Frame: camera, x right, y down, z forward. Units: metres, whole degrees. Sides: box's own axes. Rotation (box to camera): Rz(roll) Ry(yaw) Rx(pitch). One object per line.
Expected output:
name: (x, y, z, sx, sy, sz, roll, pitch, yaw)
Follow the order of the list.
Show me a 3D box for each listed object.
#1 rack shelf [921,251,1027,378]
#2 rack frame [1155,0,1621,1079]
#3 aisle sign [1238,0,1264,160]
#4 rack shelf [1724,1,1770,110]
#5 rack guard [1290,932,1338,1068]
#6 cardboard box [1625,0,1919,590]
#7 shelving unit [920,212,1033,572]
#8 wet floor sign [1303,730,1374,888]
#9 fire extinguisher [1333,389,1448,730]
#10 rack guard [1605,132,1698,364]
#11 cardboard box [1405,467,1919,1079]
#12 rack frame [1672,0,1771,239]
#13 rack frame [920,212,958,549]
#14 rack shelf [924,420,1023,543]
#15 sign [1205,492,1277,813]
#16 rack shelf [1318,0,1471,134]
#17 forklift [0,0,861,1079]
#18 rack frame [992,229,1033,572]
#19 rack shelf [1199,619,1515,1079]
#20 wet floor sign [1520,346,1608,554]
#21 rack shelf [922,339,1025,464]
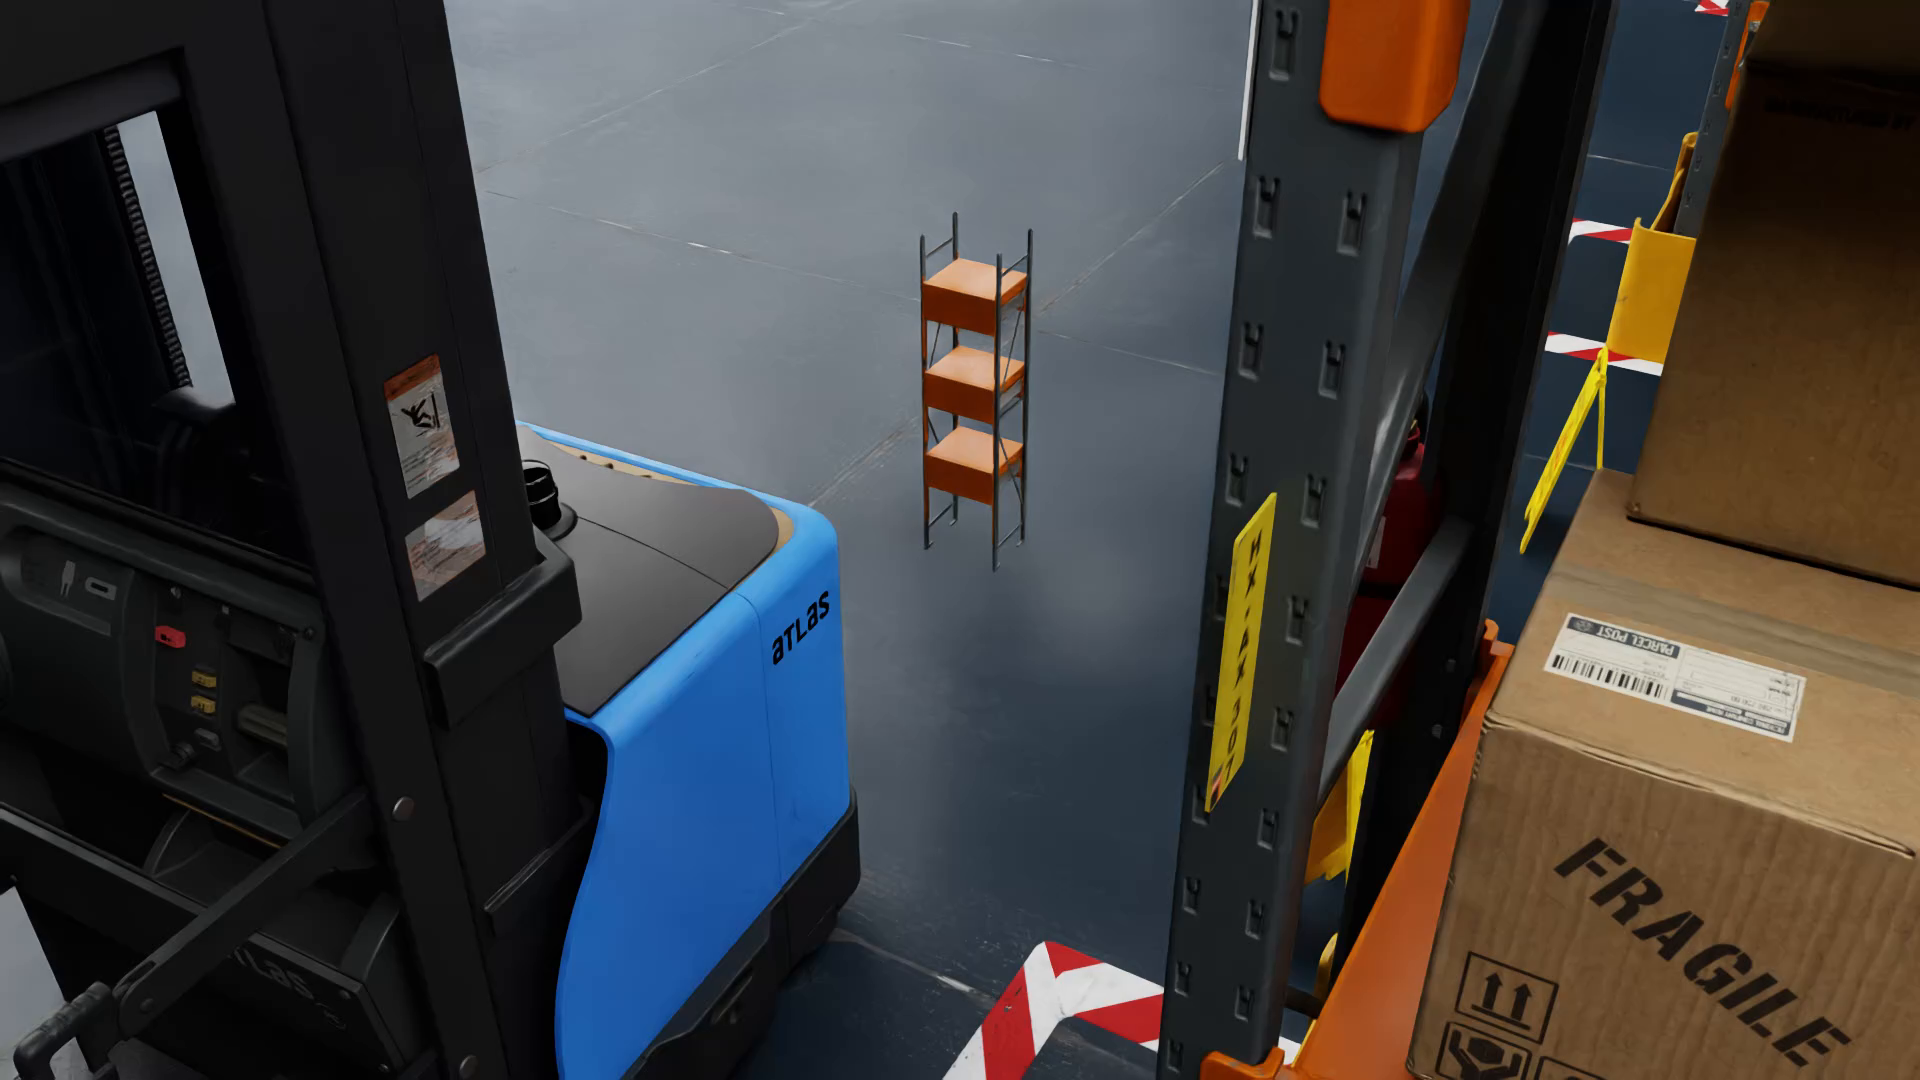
rack shelf: (0.046, -0.650, 4.785, 0.240, 0.259, 0.215, 18, 37, 24)
rack frame: (0.537, 0.213, 2.224, 0.053, 2.616, 0.949, 18, 37, 24)
aisle sign: (0.331, -0.738, 1.307, 0.004, 0.787, 0.394, 18, 37, 24)
rack shelf: (4.643, -1.349, 5.218, 4.000, 0.370, 1.077, 18, 37, 24)
rack guard: (0.604, 1.273, 2.888, 0.348, 0.500, 1.175, 18, 37, 24)
cardboard box: (1.090, -0.335, 1.786, 0.500, 0.500, 0.700, 17, 37, 23)
shelving unit: (0.046, -0.422, 4.937, 0.252, 1.050, 0.215, 18, 37, 24)
wet floor sign: (0.904, 0.624, 3.730, 0.267, 0.644, 0.232, -25, 41, -33)
fire extinguisher: (0.668, -0.010, 2.628, 0.183, 0.674, 0.296, 18, 37, 24)
rack guard: (2.886, -1.165, 6.548, 0.348, 0.500, 1.175, 18, 37, 24)
cardboard box: (0.812, 0.310, 1.720, 0.500, 0.500, 0.500, 17, 37, 24)
rack frame: (2.907, -2.198, 5.845, 0.127, 3.000, 1.000, 18, 37, 24)
rack frame: (-0.059, -0.456, 4.987, 0.008, 1.050, 0.200, 18, 37, 24)
rack shelf: (0.046, -0.182, 5.097, 0.240, 0.259, 0.215, 18, 37, 24)
sign: (0.269, 0.112, 1.594, 0.005, 0.325, 0.100, 18, 37, 24)
rack shelf: (2.275, -0.188, 0.768, 4.000, 0.370, 1.077, 18, 37, 24)
forklift: (-1.370, 0.215, 2.282, 1.130, 2.935, 3.031, 16, 37, 23)
rack frame: (0.152, -0.389, 4.887, 0.008, 1.050, 0.200, 18, 37, 24)
rack shelf: (2.275, 1.061, 1.600, 4.000, 0.370, 1.077, 18, 37, 24)
wet floor sign: (1.899, -0.274, 5.079, 0.232, 0.644, 0.267, 11, 35, 16)
rack shelf: (0.046, -0.413, 4.943, 0.240, 0.259, 0.215, 18, 37, 24)
